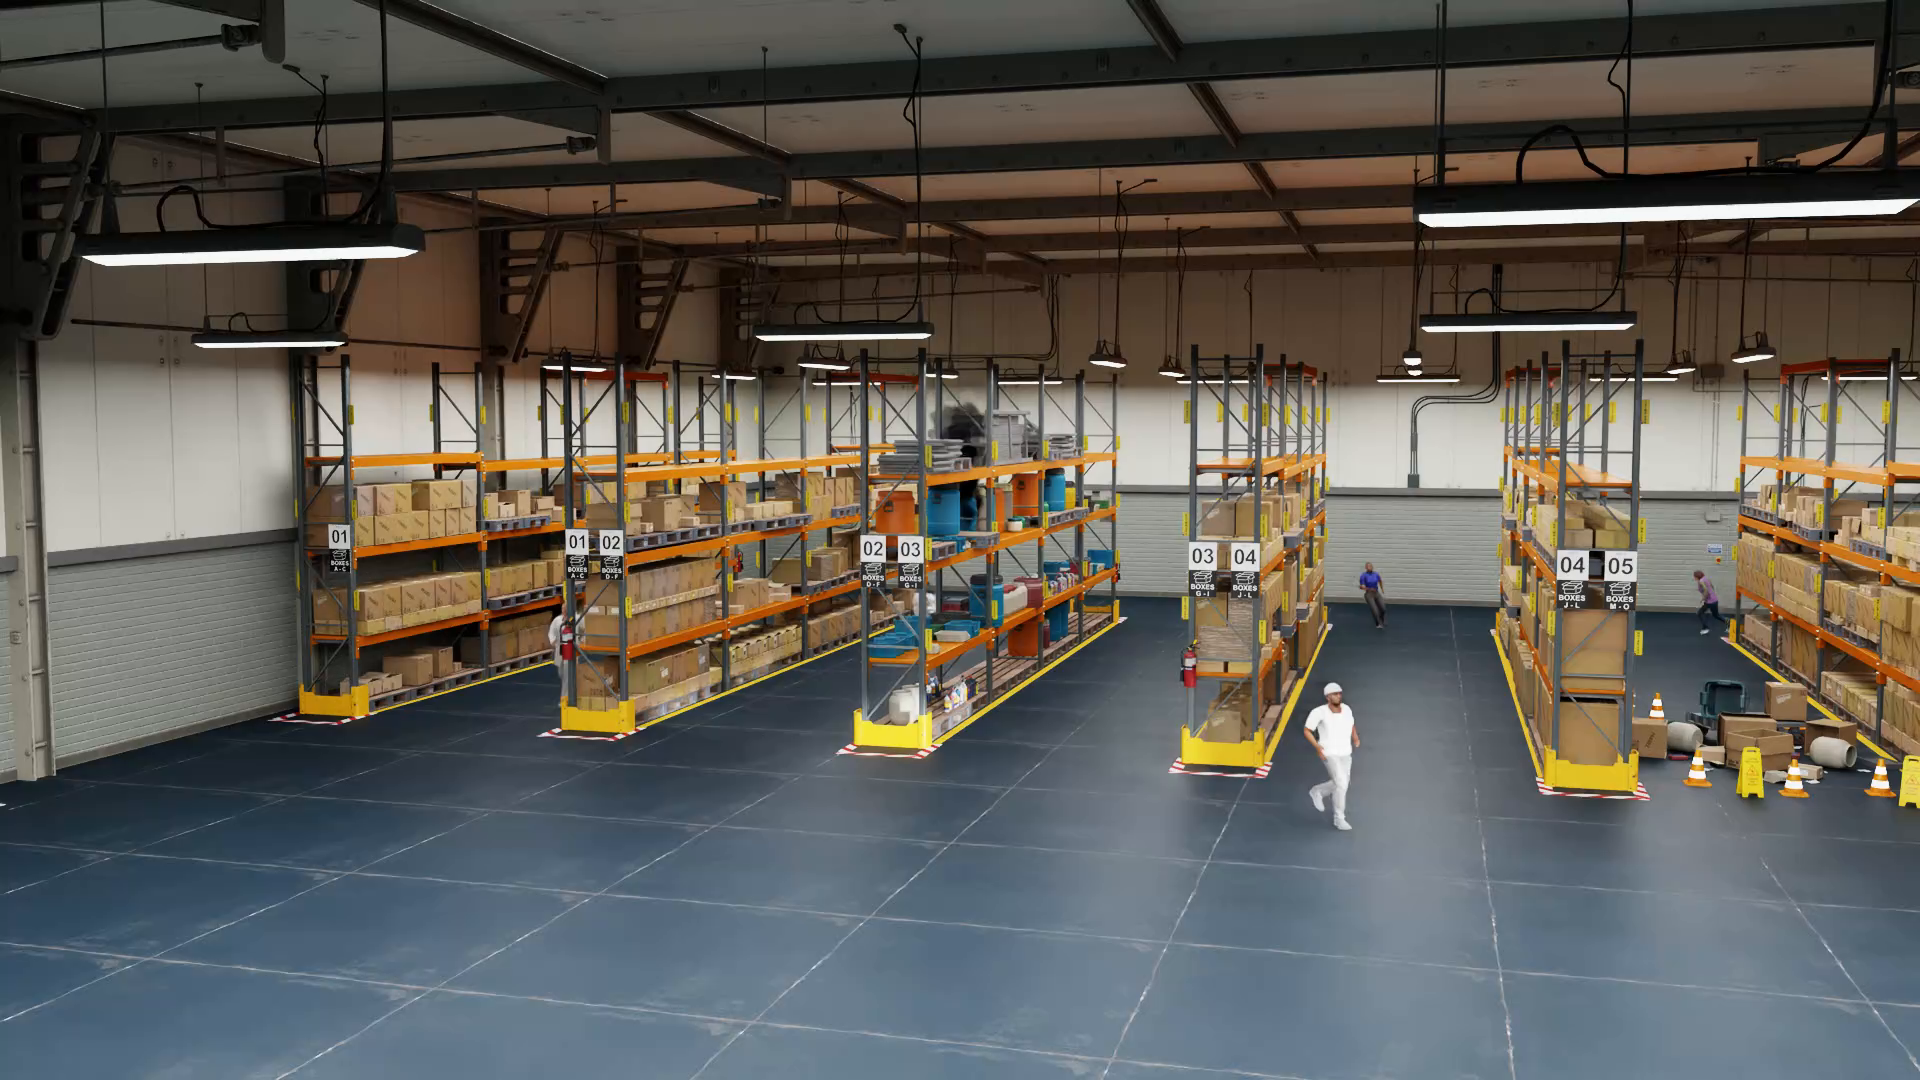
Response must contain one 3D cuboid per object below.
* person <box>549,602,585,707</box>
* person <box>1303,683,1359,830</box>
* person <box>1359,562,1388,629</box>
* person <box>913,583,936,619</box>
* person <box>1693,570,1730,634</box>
[{"bbox_3d":[-6.794,1.956,28.887,0.733,1.789,0.898,1,4,12],"label":"person"},{"bbox_3d":[4.561,2.614,20.353,0.691,1.757,0.770,-2,5,-27],"label":"person"},{"bbox_3d":[9.691,1.297,38.829,0.733,1.569,0.468,0,4,-6],"label":"person"},{"bbox_3d":[-0.715,1.656,33.486,0.584,1.754,0.760,1,4,14],"label":"person"},{"bbox_3d":[17.234,1.451,37.976,0.936,1.487,0.530,2,5,27],"label":"person"}]
